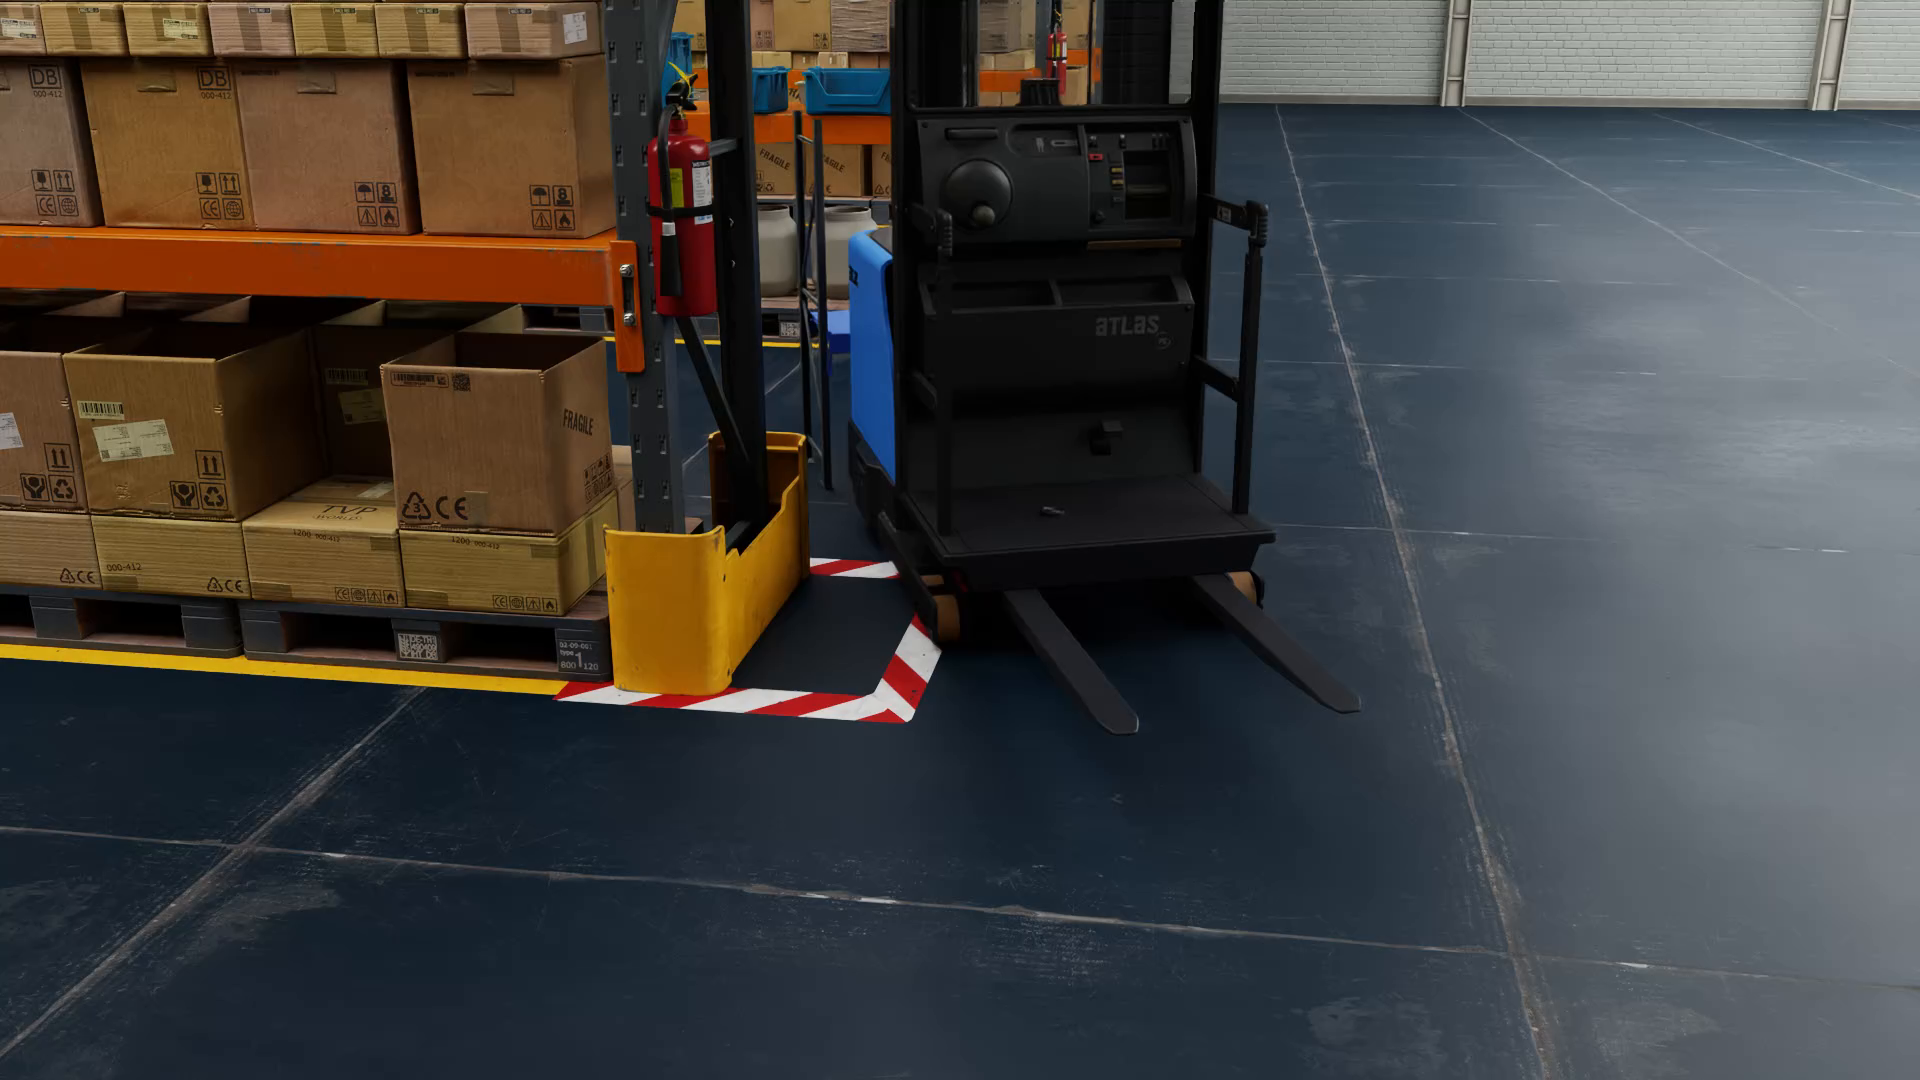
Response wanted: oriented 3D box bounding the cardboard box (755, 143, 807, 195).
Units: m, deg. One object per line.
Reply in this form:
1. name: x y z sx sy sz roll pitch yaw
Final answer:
1. cardboard box: -1.606 -3.402 15.021 0.500 0.500 0.500 1 19 4

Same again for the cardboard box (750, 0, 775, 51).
1. cardboard box: -1.755 -4.571 14.609 0.500 0.500 0.875 3 19 9

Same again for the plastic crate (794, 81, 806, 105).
1. plastic crate: -0.856 -2.722 10.126 0.250 0.136 0.298 3 19 9

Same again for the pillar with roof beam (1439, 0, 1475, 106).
1. pillar with roof beam: 7.815 -10.424 23.276 0.400 9.000 9.100 3 19 9

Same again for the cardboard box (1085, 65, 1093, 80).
1. cardboard box: 2.095 -8.000 28.369 0.500 0.250 0.500 3 19 8

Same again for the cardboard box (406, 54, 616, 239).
1. cardboard box: -1.271 -1.224 5.077 0.500 0.500 0.700 3 19 9

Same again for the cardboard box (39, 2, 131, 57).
1. cardboard box: -2.498 -1.529 4.964 0.250 0.149 0.380 3 19 10

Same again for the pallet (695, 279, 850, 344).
1. pallet: -0.907 -1.410 10.185 1.213 0.211 1.003 3 19 9

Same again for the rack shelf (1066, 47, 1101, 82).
1. rack shelf: -0.326 -5.561 19.329 4.000 0.370 1.077 3 19 9

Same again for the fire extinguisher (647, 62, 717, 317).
1. fire extinguisher: -0.769 -0.961 4.570 0.183 0.674 0.296 3 19 9

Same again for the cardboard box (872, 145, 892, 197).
1. cardboard box: -0.447 -3.322 14.783 0.500 0.500 0.500 8 20 23

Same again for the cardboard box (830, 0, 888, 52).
1. cardboard box: -0.776 -4.504 14.409 0.500 0.500 0.875 3 19 9

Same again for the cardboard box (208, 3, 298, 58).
1. cardboard box: -1.979 -1.503 4.887 0.250 0.149 0.380 3 19 9

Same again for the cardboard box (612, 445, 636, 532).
1. cardboard box: -1.307 -0.141 5.669 0.500 0.250 0.500 3 19 9

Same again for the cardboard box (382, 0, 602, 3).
1. cardboard box: -1.324 -1.842 4.879 0.500 0.500 0.700 3 19 9

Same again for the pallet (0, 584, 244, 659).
1. pallet: -2.775 0.086 5.715 1.213 0.211 1.003 3 19 9

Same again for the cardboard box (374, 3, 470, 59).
1. cardboard box: -1.478 -1.477 4.809 0.250 0.149 0.380 3 19 10

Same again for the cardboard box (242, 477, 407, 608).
1. cardboard box: -1.884 0.000 5.248 0.500 0.250 0.500 3 19 9

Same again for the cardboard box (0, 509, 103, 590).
1. cardboard box: -2.872 -0.051 5.399 0.500 0.250 0.500 3 19 9

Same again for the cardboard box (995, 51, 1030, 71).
1. cardboard box: 0.448 -4.083 14.175 0.250 0.149 0.380 3 19 9

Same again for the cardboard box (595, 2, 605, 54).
1. cardboard box: -1.166 -1.591 5.152 0.250 0.149 0.380 3 19 8

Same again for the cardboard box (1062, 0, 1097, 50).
1. cardboard box: 1.276 -5.877 18.904 0.550 0.550 0.875 3 19 9

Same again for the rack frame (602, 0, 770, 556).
1. rack frame: -0.812 -1.149 5.011 0.127 3.000 1.000 3 19 9

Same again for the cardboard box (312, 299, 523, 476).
1. cardboard box: -1.801 -0.521 5.624 0.500 0.500 0.500 3 19 9

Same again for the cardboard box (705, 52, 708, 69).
1. cardboard box: -2.038 -4.174 14.447 0.250 0.149 0.380 3 19 9

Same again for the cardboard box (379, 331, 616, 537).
1. cardboard box: -1.389 -0.334 5.063 0.500 0.500 0.500 3 19 9

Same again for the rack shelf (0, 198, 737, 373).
1. rack shelf: -2.787 -0.909 5.426 4.000 0.370 1.077 3 19 9

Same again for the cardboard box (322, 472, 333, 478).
1. cardboard box: -2.294 -0.190 5.817 0.500 0.250 0.500 3 19 9

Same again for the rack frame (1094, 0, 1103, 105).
1. rack frame: 1.649 -5.801 18.914 0.127 3.000 1.000 3 19 9

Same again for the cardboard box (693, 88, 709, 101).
1. cardboard box: -2.927 -5.138 19.815 0.750 0.750 1.050 3 19 8

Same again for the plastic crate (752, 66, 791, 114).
1. plastic crate: -1.205 -2.596 9.570 0.408 0.251 0.499 3 19 9

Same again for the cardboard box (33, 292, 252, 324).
1. cardboard box: -2.787 -0.573 5.778 0.500 0.500 0.500 3 19 9

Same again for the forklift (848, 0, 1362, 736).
1. forklift: 0.373 -1.185 5.226 1.130 2.935 3.031 -4 19 -12

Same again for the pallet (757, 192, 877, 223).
1. pallet: -1.310 -3.048 15.080 1.213 0.211 1.003 3 19 9

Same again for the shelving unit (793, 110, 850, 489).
1. shelving unit: -0.125 -1.045 7.063 1.048 1.500 0.538 -5 19 -14

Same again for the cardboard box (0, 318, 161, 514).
1. cardboard box: -2.872 -0.405 5.276 0.500 0.500 0.500 3 19 9

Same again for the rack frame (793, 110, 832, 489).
1. rack frame: -0.616 -1.003 6.938 0.032 1.500 0.500 -5 19 -14

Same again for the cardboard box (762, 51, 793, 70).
1. cardboard box: -1.539 -4.158 14.400 0.250 0.149 0.380 3 19 9

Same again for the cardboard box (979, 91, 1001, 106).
1. cardboard box: 0.100 -5.050 19.355 0.875 0.875 0.875 3 19 8

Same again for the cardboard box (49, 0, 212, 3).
1. cardboard box: -2.341 -1.892 5.028 0.500 0.500 0.700 3 19 9

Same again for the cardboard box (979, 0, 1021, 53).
1. cardboard box: 0.224 -4.477 14.331 0.500 0.500 0.875 3 19 9

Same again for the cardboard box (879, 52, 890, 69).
1. cardboard box: -0.538 -4.135 14.331 0.250 0.149 0.380 3 19 9

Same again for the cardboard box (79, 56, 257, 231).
1. cardboard box: -2.280 -1.276 5.231 0.500 0.500 0.700 3 19 9

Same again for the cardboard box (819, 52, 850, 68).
1. cardboard box: -1.049 -4.126 14.302 0.250 0.149 0.380 3 19 9

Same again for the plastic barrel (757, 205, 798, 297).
1. plastic barrel: -1.180 -1.755 10.079 0.421 0.512 0.421 0 18 0
